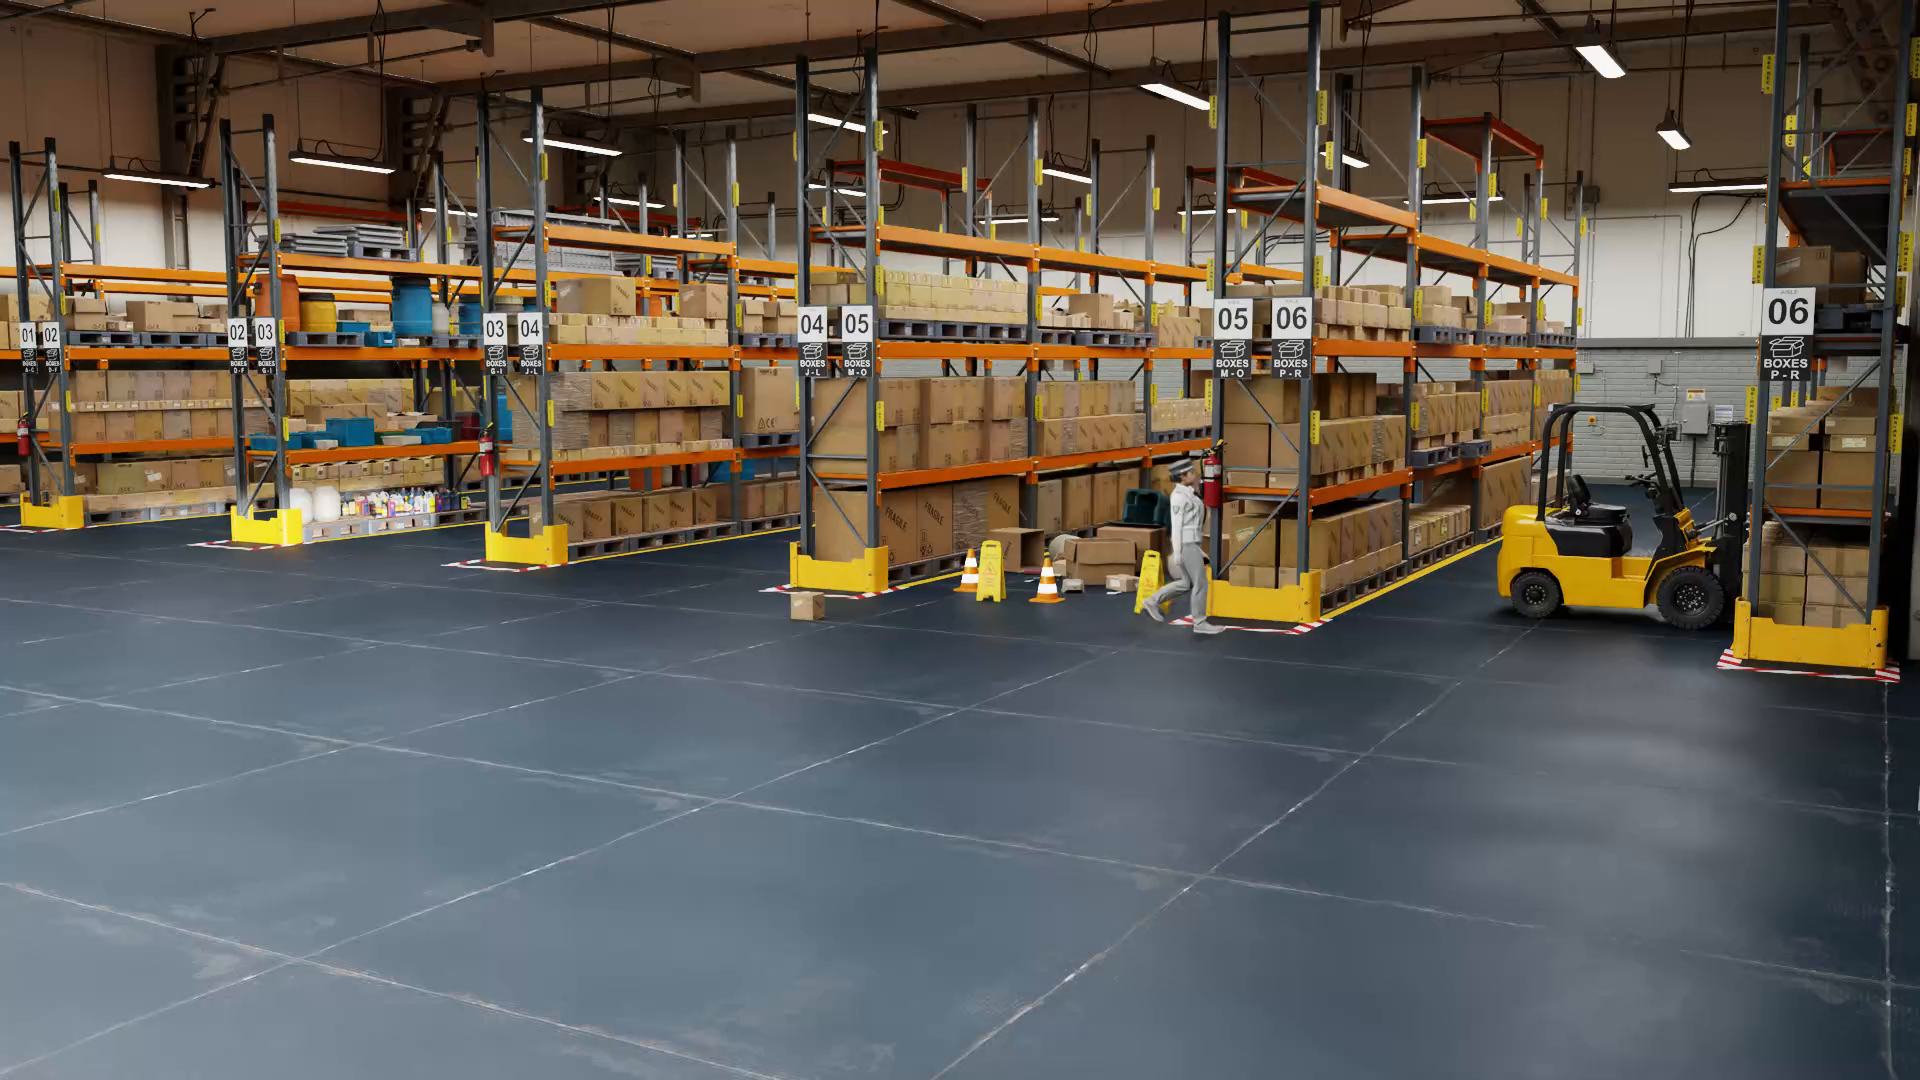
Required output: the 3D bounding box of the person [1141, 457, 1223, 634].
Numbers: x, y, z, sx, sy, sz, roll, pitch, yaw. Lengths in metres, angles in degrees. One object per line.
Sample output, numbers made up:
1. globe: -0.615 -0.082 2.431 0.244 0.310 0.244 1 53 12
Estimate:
1. person: 2.110 0.042 15.736 0.805 1.658 0.489 2 6 16
